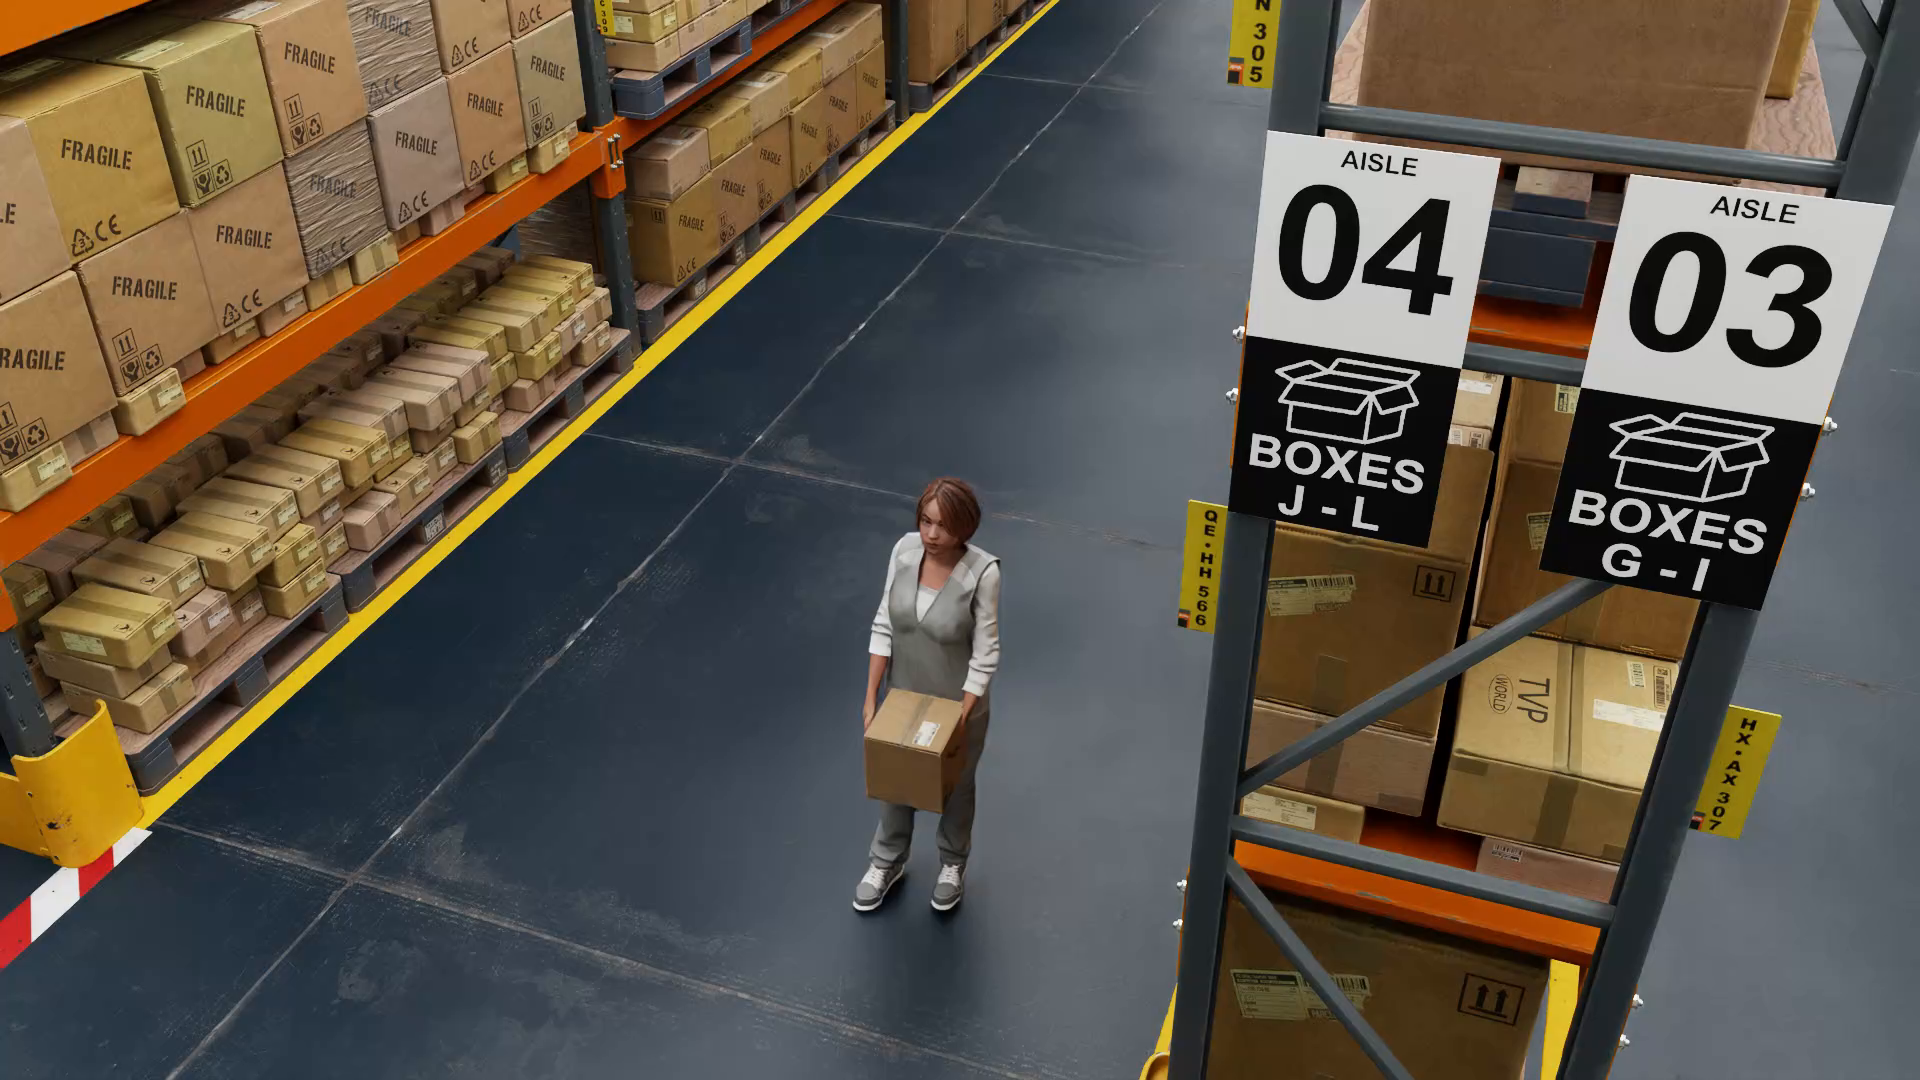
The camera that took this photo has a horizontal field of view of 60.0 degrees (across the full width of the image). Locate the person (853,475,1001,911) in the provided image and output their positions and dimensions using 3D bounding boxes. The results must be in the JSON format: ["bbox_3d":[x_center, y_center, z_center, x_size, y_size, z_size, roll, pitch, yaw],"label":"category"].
[{"bbox_3d":[-0.097,0.539,5.331,0.451,1.601,0.437,13,36,19],"label":"person"}]
